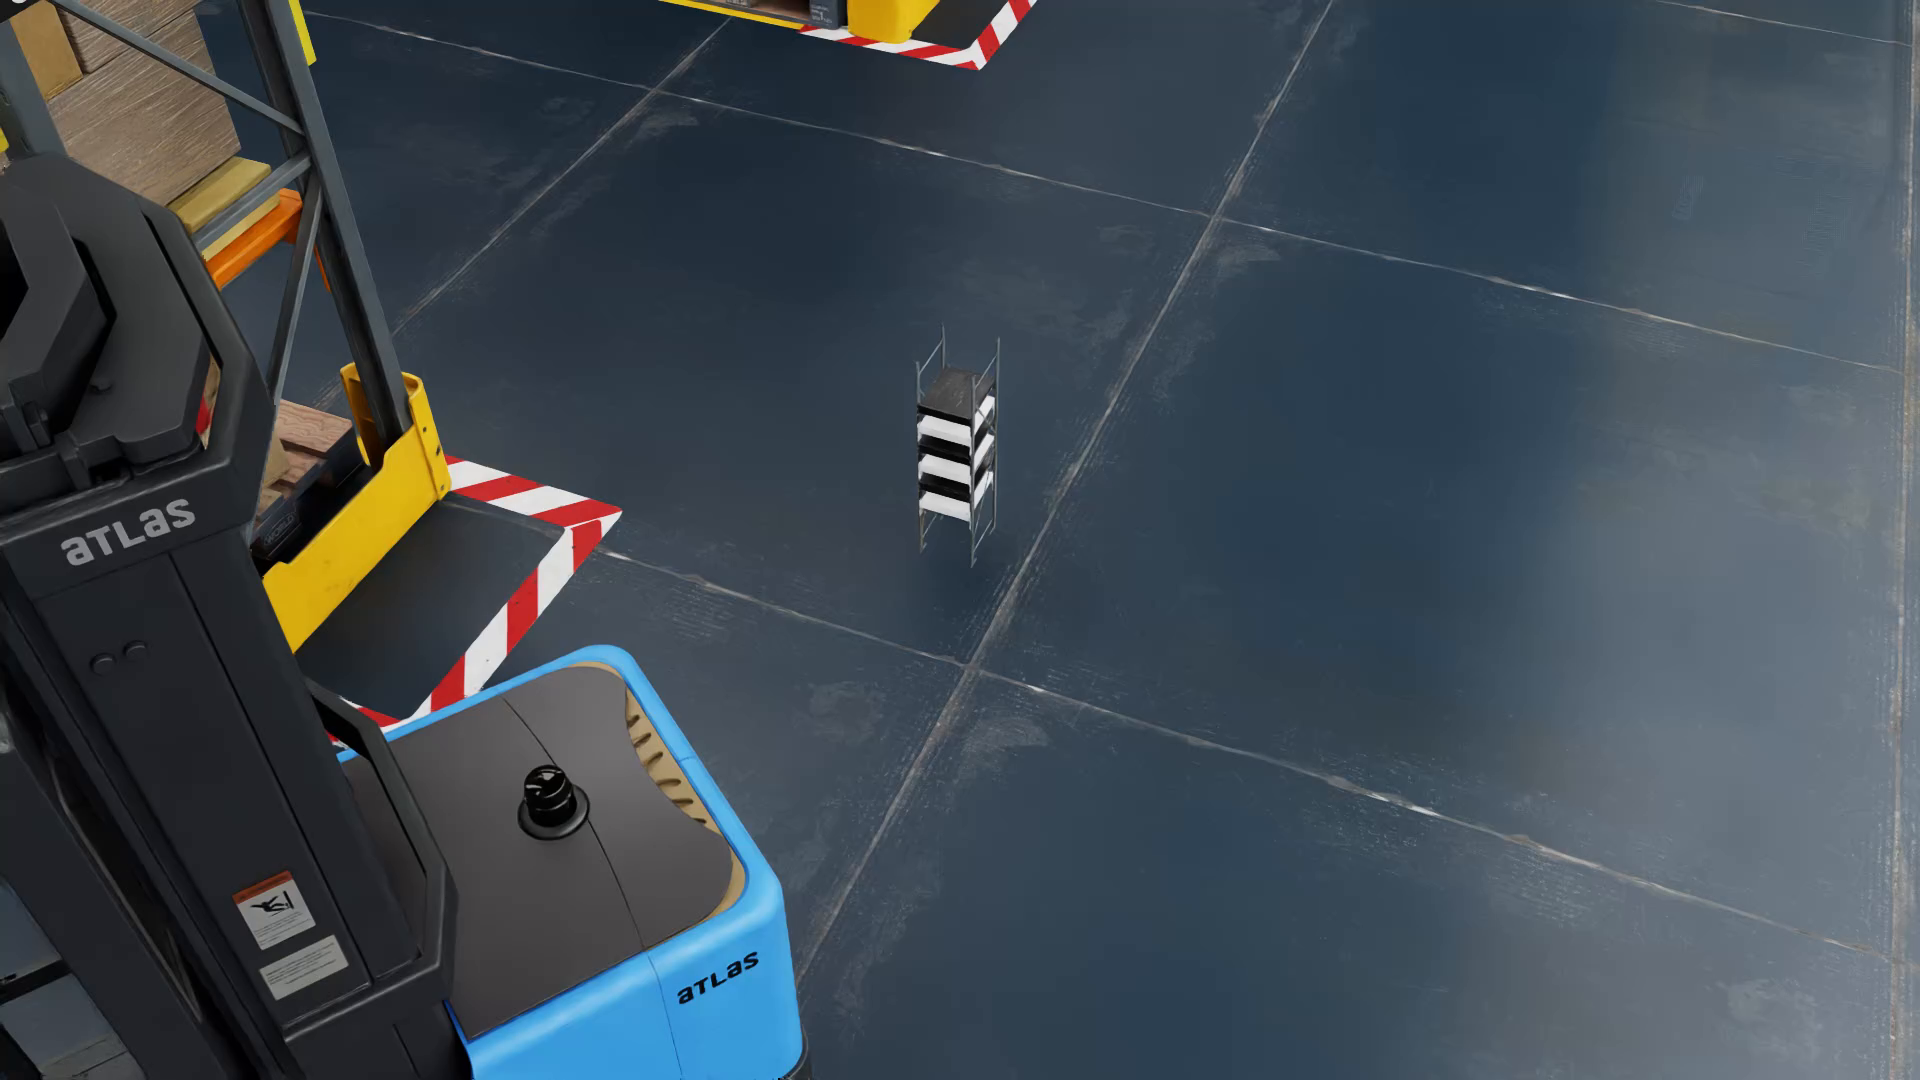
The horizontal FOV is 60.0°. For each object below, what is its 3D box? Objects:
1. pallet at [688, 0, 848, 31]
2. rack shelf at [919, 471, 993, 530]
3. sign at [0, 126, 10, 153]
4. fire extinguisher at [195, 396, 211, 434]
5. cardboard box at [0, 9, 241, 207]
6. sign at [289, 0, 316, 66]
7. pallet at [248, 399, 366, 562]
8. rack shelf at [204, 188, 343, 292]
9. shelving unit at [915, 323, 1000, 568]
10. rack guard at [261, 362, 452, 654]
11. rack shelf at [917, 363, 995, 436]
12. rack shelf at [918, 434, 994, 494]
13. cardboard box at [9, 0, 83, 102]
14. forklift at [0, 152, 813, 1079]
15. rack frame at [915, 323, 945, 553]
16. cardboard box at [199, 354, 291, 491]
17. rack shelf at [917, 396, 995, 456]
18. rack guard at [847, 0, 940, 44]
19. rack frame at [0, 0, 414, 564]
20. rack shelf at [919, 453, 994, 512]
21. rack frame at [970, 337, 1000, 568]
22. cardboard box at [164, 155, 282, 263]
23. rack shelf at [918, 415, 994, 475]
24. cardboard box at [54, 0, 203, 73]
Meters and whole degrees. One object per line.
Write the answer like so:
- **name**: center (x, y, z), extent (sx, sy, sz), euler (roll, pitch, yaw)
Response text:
- **pallet**: center (-1.034, -3.322, 9.439), extent (1.213, 0.211, 1.003), euler (16, 47, 16)
- **rack shelf**: center (-0.007, -0.170, 6.085), extent (0.200, 0.077, 0.258), euler (16, 47, 16)
- **sign**: center (-2.501, -1.110, 4.194), extent (0.005, 0.325, 0.100), euler (16, 47, 16)
- **fire extinguisher**: center (-2.341, -0.585, 4.766), extent (0.183, 0.674, 0.296), euler (16, 47, 16)
- **cardboard box**: center (-2.766, -1.251, 5.099), extent (0.500, 0.500, 0.875), euler (16, 47, 16)
- **sign**: center (-2.060, -1.603, 5.121), extent (0.005, 0.325, 0.100), euler (16, 47, 16)
- **pallet**: center (-3.075, -0.219, 6.320), extent (1.213, 0.211, 1.003), euler (16, 47, 16)
- **rack shelf**: center (-4.115, -1.231, 5.871), extent (4.000, 0.370, 1.077), euler (16, 47, 16)
- **shelving unit**: center (-0.007, -0.321, 5.935), extent (0.210, 0.900, 0.258), euler (16, 47, 16)
- **rack guard**: center (-2.339, -0.078, 5.974), extent (0.348, 0.500, 1.175), euler (16, 47, 16)
- **rack shelf**: center (-0.007, -0.489, 5.768), extent (0.200, 0.077, 0.258), euler (16, 47, 16)
- **rack shelf**: center (-0.007, -0.298, 5.958), extent (0.200, 0.077, 0.258), euler (16, 47, 16)
- **cardboard box**: center (-2.872, -1.427, 4.567), extent (0.500, 0.500, 0.500), euler (16, 47, 16)
- **forklift**: center (-1.925, 0.823, 3.345), extent (3.031, 2.935, 1.130), euler (-24, 50, -22)
- **rack frame**: center (-0.101, -0.349, 5.963), extent (0.006, 0.900, 0.240), euler (16, 47, 16)
- **cardboard box**: center (-2.839, -0.386, 5.986), extent (0.500, 0.500, 0.500), euler (25, 50, 23)
- **rack shelf**: center (-0.007, -0.425, 5.831), extent (0.200, 0.077, 0.258), euler (16, 47, 16)
- **rack guard**: center (-0.244, -3.252, 9.164), extent (0.348, 0.500, 1.175), euler (16, 47, 16)
- **rack frame**: center (-2.269, -0.943, 5.071), extent (0.127, 3.000, 1.000), euler (16, 47, 16)
- **rack shelf**: center (-0.007, -0.234, 6.022), extent (0.200, 0.077, 0.258), euler (16, 47, 16)
- **rack frame**: center (0.086, -0.294, 5.907), extent (0.006, 0.900, 0.240), euler (16, 47, 16)
- **cardboard box**: center (-2.440, -1.087, 5.394), extent (0.250, 0.149, 0.380), euler (16, 47, 16)
- **rack shelf**: center (-0.007, -0.361, 5.895), extent (0.200, 0.077, 0.258), euler (16, 47, 16)
- **cardboard box**: center (-2.671, -1.765, 4.907), extent (0.500, 0.500, 0.500), euler (16, 47, 16)
